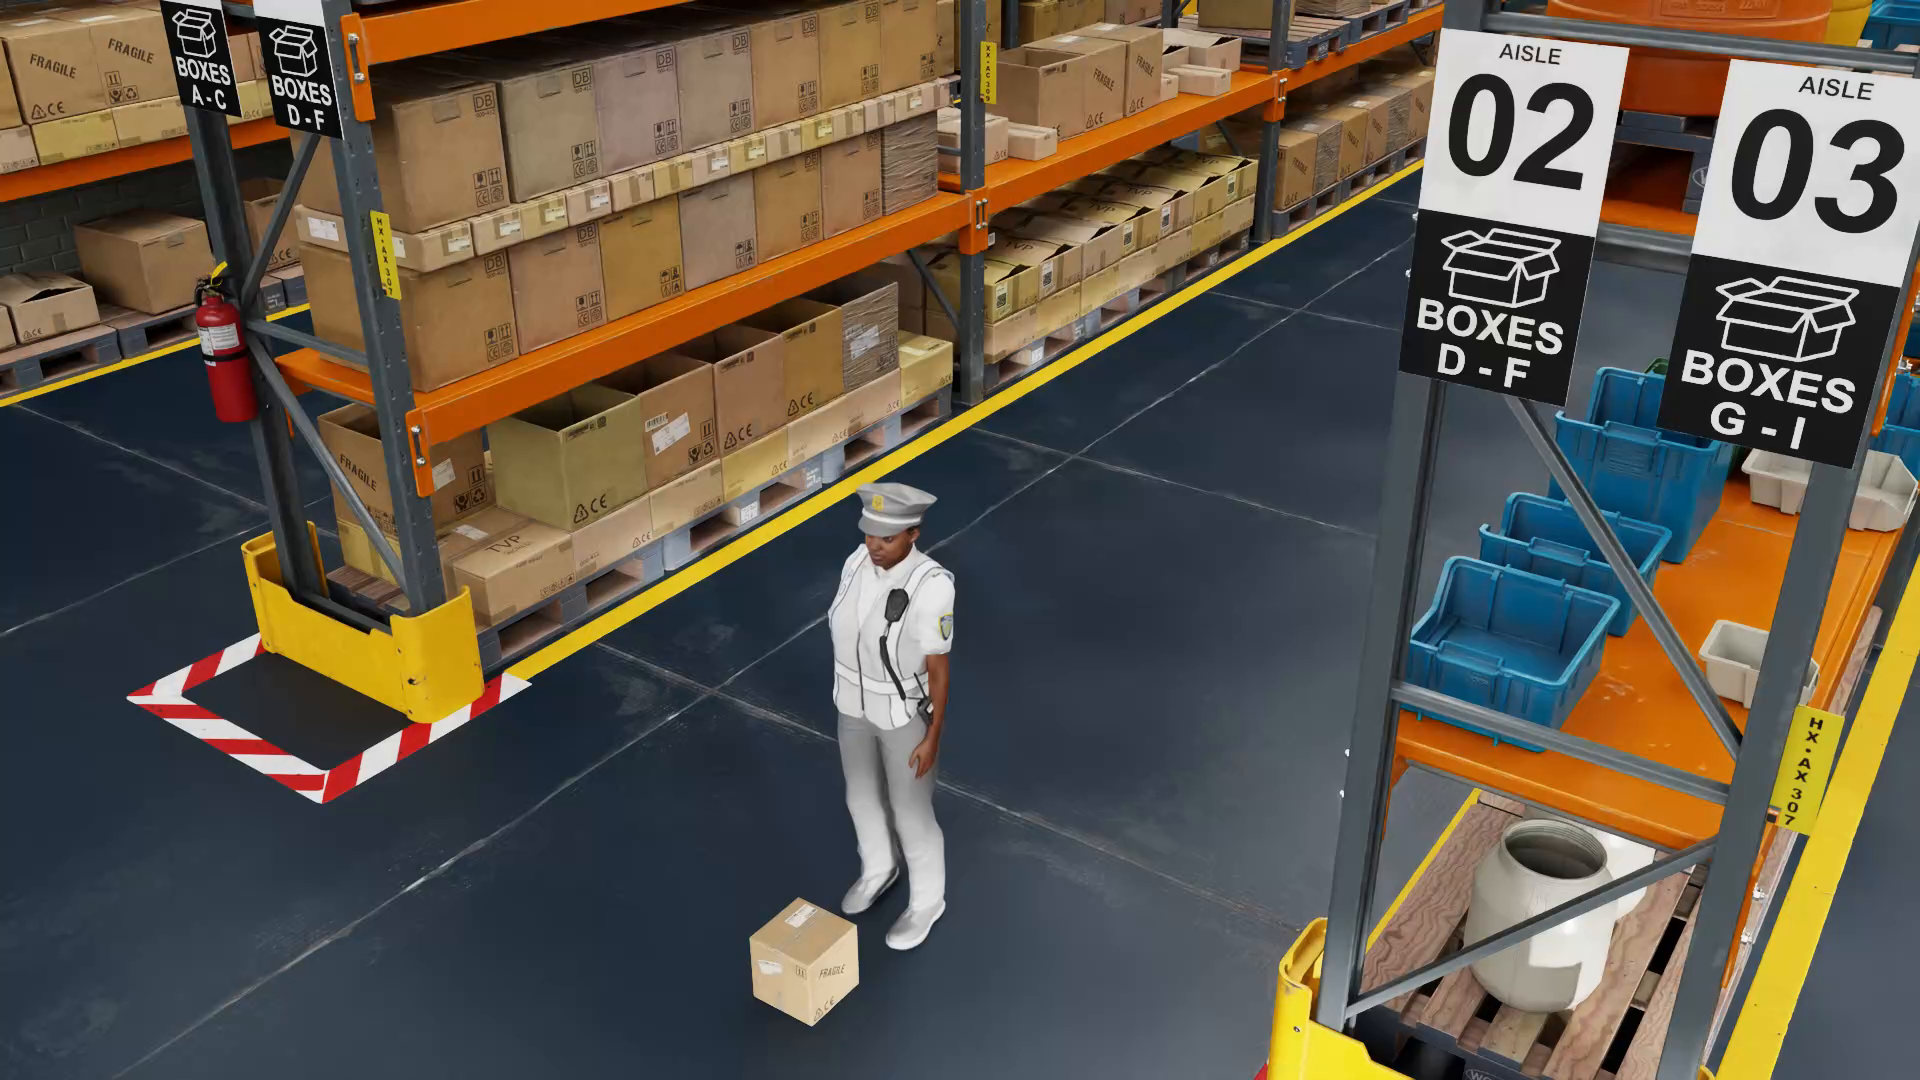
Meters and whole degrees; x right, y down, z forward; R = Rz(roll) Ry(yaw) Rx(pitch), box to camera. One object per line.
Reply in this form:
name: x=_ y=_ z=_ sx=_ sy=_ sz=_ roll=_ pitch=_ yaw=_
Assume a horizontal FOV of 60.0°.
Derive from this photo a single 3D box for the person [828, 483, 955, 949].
person: x=-0.224 y=0.589 z=5.490 sx=0.436 sy=1.716 sz=0.347 roll=18 pitch=32 yaw=31
